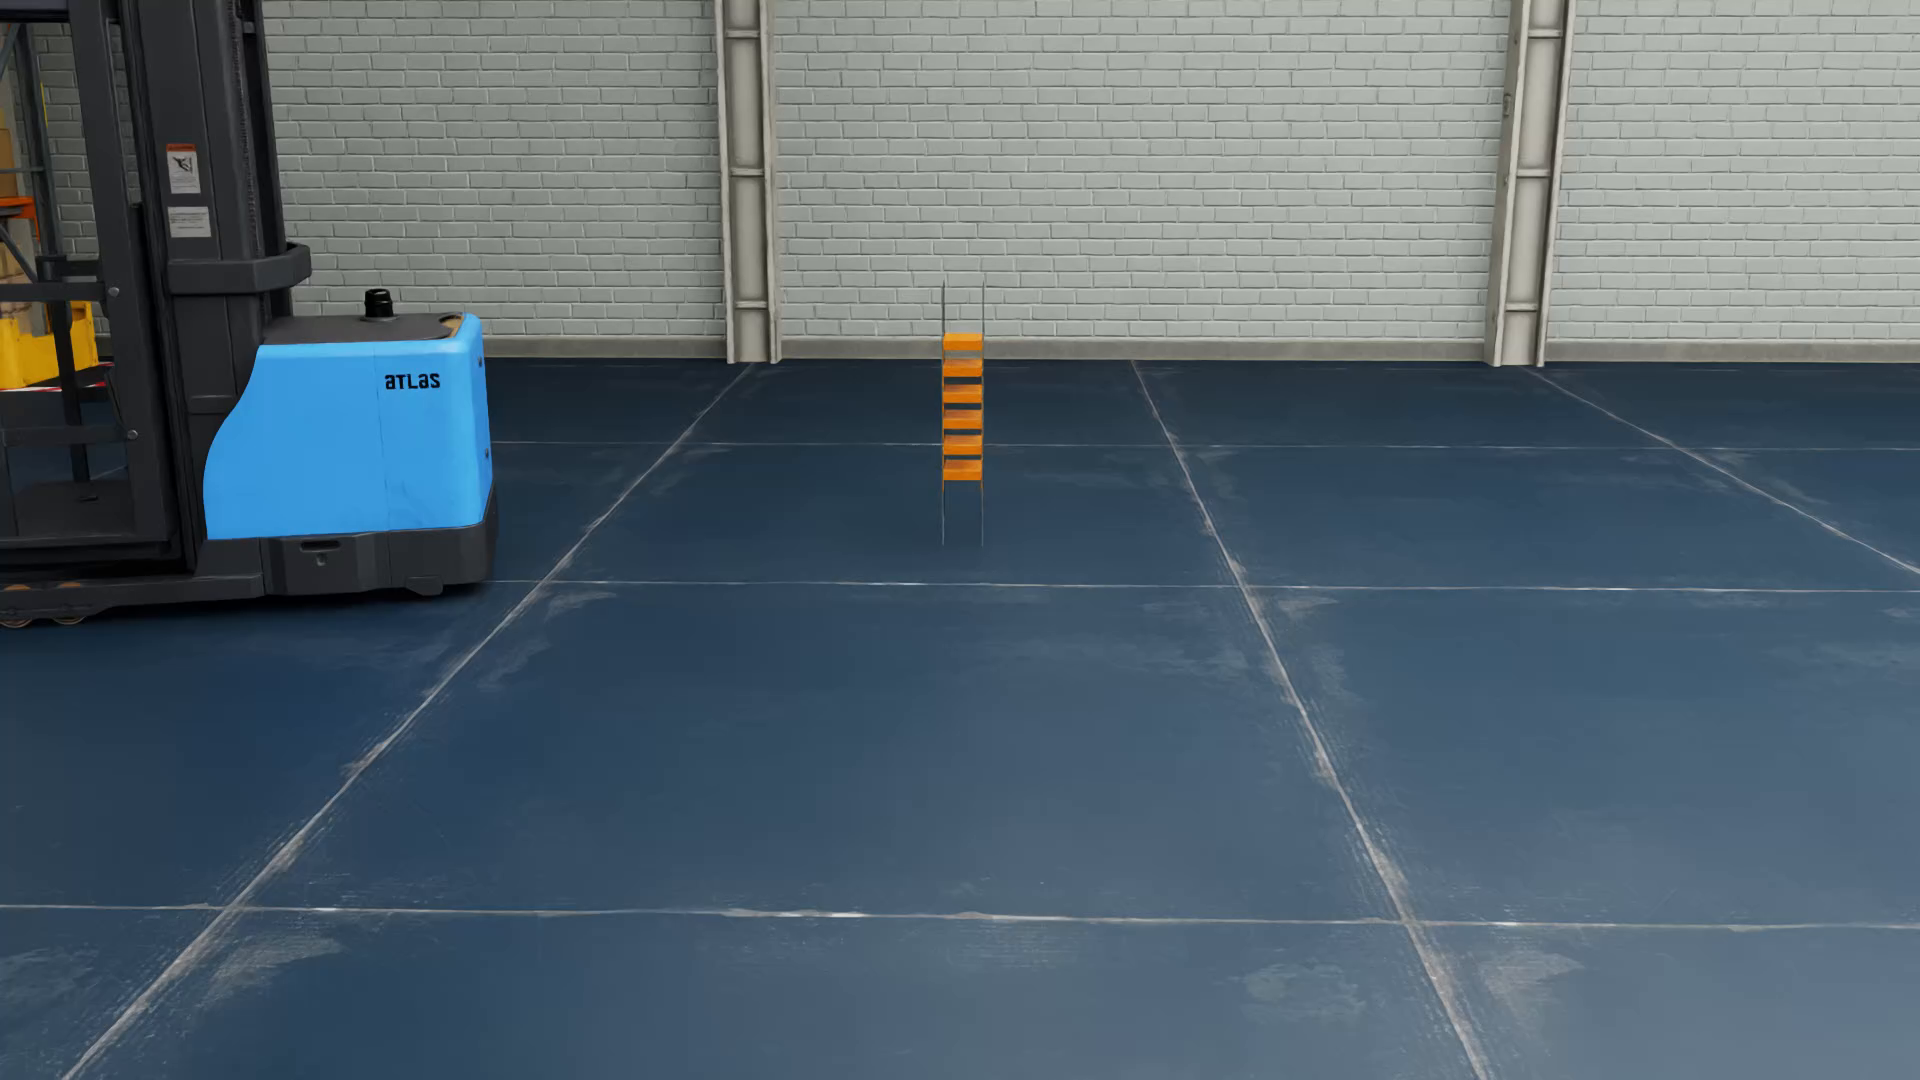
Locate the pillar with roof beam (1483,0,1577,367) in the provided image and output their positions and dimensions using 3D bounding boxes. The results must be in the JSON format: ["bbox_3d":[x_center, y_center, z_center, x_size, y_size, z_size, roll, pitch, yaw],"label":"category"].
[{"bbox_3d":[4.251,-4.646,7.809,0.400,9.000,9.100,0,15,1],"label":"pillar with roof beam"}]

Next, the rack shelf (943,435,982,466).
[{"bbox_3d":[0.014,-0.421,7.729,0.180,0.103,0.258,0,15,1],"label":"rack shelf"}]

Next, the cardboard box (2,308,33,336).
[{"bbox_3d":[-7.448,-1.613,12.642,0.500,0.250,0.500,0,15,2],"label":"cardboard box"}]

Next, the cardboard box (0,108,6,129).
[{"bbox_3d":[-7.295,-3.117,12.307,0.250,0.149,0.380,0,15,0],"label":"cardboard box"}]

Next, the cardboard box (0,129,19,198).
[{"bbox_3d":[-7.450,-2.809,12.411,0.500,0.500,0.500,1,15,3],"label":"cardboard box"}]

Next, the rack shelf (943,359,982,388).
[{"bbox_3d":[0.014,-0.769,7.637,0.180,0.103,0.258,0,15,1],"label":"rack shelf"}]

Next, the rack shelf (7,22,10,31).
[{"bbox_3d":[-8.961,-3.802,11.902,4.000,0.370,1.077,0,15,1],"label":"rack shelf"}]

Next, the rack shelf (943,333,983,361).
[{"bbox_3d":[0.014,-0.885,7.606,0.180,0.103,0.258,0,15,1],"label":"rack shelf"}]

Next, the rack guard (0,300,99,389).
[{"bbox_3d":[-6.938,-1.478,12.462,0.348,0.500,1.175,0,15,1],"label":"rack guard"}]

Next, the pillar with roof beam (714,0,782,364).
[{"bbox_3d":[-1.747,-4.685,7.957,0.400,9.000,9.100,0,15,1],"label":"pillar with roof beam"}]

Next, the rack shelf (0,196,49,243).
[{"bbox_3d":[-8.961,-2.352,12.285,4.000,0.370,1.077,0,15,1],"label":"rack shelf"}]

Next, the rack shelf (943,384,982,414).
[{"bbox_3d":[0.014,-0.653,7.667,0.180,0.103,0.258,0,15,1],"label":"rack shelf"}]

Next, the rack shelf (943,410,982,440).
[{"bbox_3d":[0.014,-0.537,7.698,0.180,0.103,0.258,0,15,1],"label":"rack shelf"}]

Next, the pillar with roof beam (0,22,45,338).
[{"bbox_3d":[-7.745,-4.724,8.105,0.400,9.000,9.100,0,15,1],"label":"pillar with roof beam"}]

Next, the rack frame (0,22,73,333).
[{"bbox_3d":[-6.962,-2.687,12.143,0.127,3.000,1.000,0,15,1],"label":"rack frame"}]

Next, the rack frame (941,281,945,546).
[{"bbox_3d":[-0.077,-0.581,7.689,0.006,1.200,0.240,0,15,1],"label":"rack frame"}]

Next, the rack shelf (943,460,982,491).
[{"bbox_3d":[0.014,-0.305,7.759,0.180,0.103,0.258,0,15,1],"label":"rack shelf"}]

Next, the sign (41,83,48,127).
[{"bbox_3d":[-6.942,-3.285,12.559,0.005,0.325,0.100,0,15,1],"label":"sign"}]

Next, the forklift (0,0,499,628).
[{"bbox_3d":[-3.547,-1.220,6.717,3.031,2.935,1.130,-3,15,-12],"label":"forklift"}]

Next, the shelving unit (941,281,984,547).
[{"bbox_3d":[0.014,-0.580,7.687,0.189,1.200,0.258,0,15,1],"label":"shelving unit"}]

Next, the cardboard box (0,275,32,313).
[{"bbox_3d":[-7.427,-1.858,12.589,0.500,0.250,0.500,1,15,2],"label":"cardboard box"}]

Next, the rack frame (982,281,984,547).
[{"bbox_3d":[0.106,-0.579,7.684,0.006,1.200,0.240,0,15,1],"label":"rack frame"}]

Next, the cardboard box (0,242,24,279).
[{"bbox_3d":[-7.438,-2.095,12.508,0.500,0.250,0.500,0,15,1],"label":"cardboard box"}]
